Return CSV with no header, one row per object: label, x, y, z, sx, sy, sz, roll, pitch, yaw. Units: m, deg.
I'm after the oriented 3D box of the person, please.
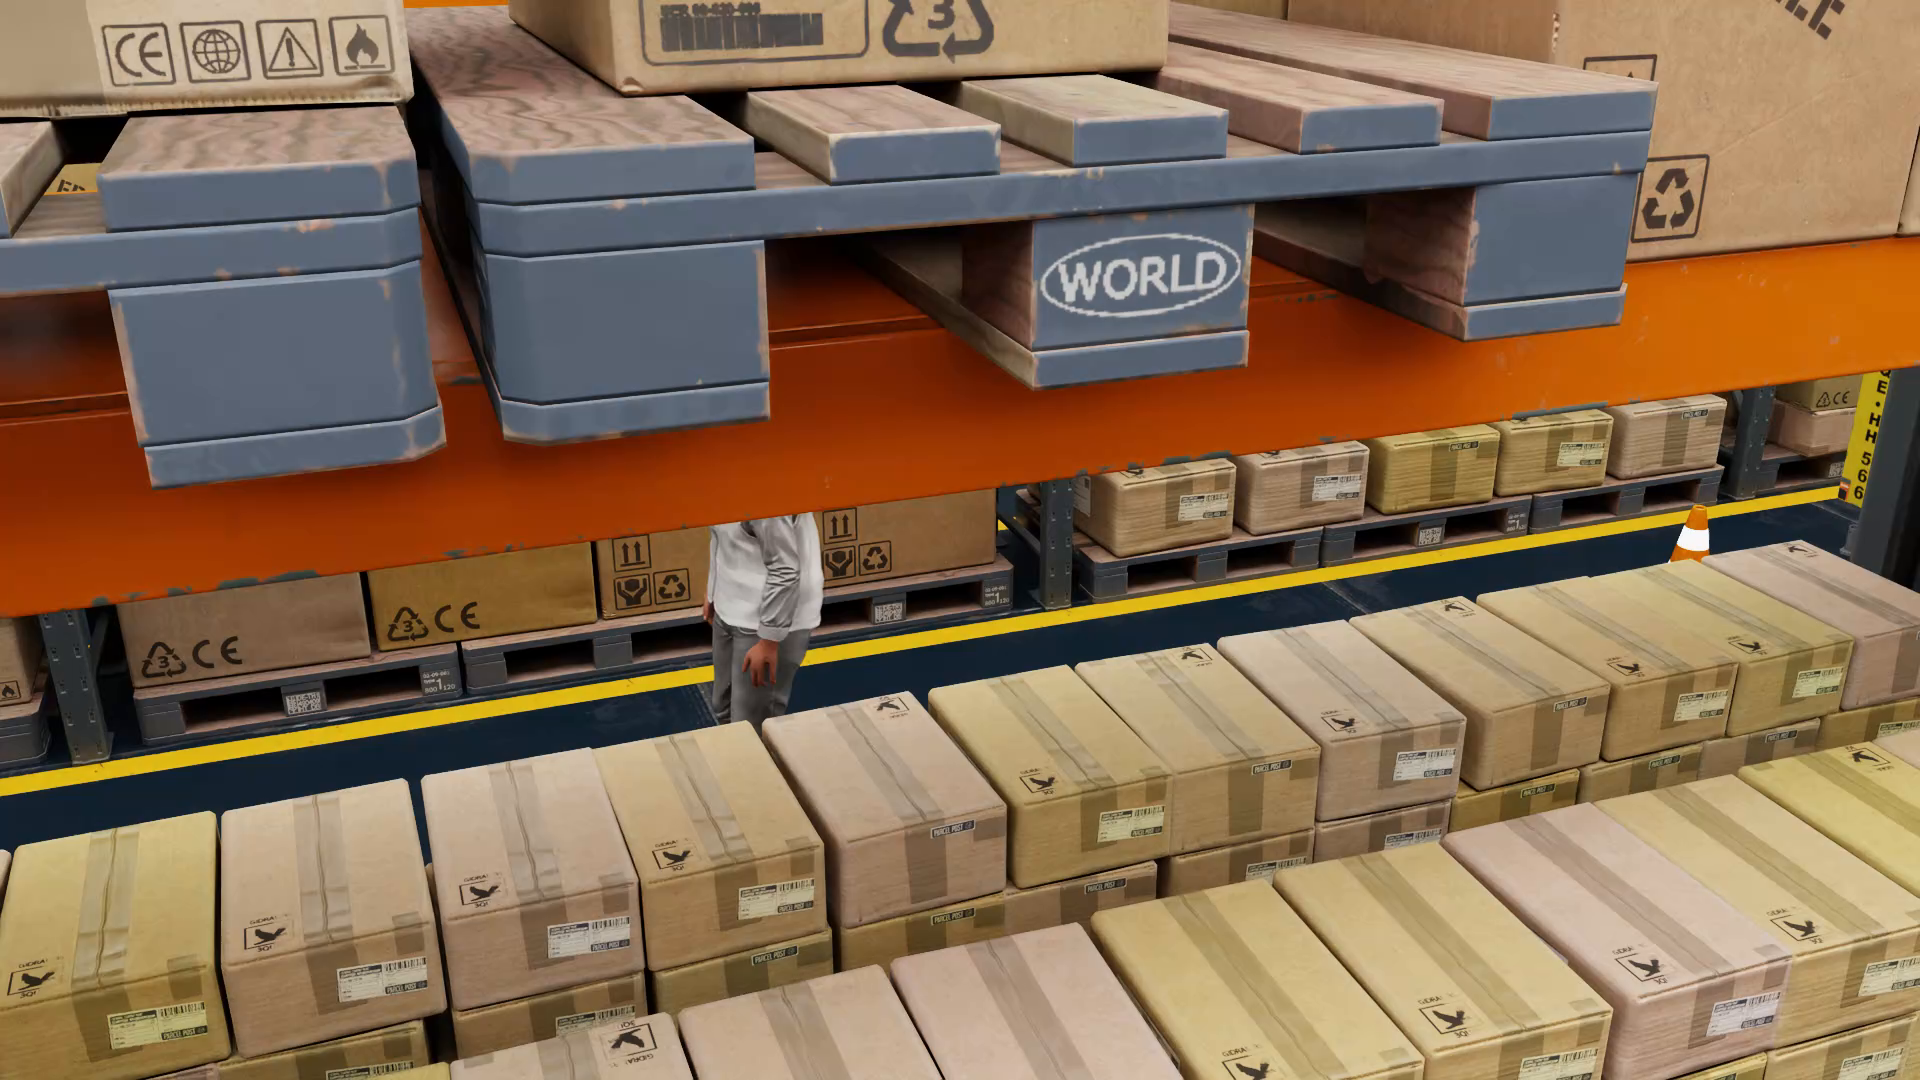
person,-0.688,0.239,5.477,0.457,1.770,0.594,-9,24,-22
